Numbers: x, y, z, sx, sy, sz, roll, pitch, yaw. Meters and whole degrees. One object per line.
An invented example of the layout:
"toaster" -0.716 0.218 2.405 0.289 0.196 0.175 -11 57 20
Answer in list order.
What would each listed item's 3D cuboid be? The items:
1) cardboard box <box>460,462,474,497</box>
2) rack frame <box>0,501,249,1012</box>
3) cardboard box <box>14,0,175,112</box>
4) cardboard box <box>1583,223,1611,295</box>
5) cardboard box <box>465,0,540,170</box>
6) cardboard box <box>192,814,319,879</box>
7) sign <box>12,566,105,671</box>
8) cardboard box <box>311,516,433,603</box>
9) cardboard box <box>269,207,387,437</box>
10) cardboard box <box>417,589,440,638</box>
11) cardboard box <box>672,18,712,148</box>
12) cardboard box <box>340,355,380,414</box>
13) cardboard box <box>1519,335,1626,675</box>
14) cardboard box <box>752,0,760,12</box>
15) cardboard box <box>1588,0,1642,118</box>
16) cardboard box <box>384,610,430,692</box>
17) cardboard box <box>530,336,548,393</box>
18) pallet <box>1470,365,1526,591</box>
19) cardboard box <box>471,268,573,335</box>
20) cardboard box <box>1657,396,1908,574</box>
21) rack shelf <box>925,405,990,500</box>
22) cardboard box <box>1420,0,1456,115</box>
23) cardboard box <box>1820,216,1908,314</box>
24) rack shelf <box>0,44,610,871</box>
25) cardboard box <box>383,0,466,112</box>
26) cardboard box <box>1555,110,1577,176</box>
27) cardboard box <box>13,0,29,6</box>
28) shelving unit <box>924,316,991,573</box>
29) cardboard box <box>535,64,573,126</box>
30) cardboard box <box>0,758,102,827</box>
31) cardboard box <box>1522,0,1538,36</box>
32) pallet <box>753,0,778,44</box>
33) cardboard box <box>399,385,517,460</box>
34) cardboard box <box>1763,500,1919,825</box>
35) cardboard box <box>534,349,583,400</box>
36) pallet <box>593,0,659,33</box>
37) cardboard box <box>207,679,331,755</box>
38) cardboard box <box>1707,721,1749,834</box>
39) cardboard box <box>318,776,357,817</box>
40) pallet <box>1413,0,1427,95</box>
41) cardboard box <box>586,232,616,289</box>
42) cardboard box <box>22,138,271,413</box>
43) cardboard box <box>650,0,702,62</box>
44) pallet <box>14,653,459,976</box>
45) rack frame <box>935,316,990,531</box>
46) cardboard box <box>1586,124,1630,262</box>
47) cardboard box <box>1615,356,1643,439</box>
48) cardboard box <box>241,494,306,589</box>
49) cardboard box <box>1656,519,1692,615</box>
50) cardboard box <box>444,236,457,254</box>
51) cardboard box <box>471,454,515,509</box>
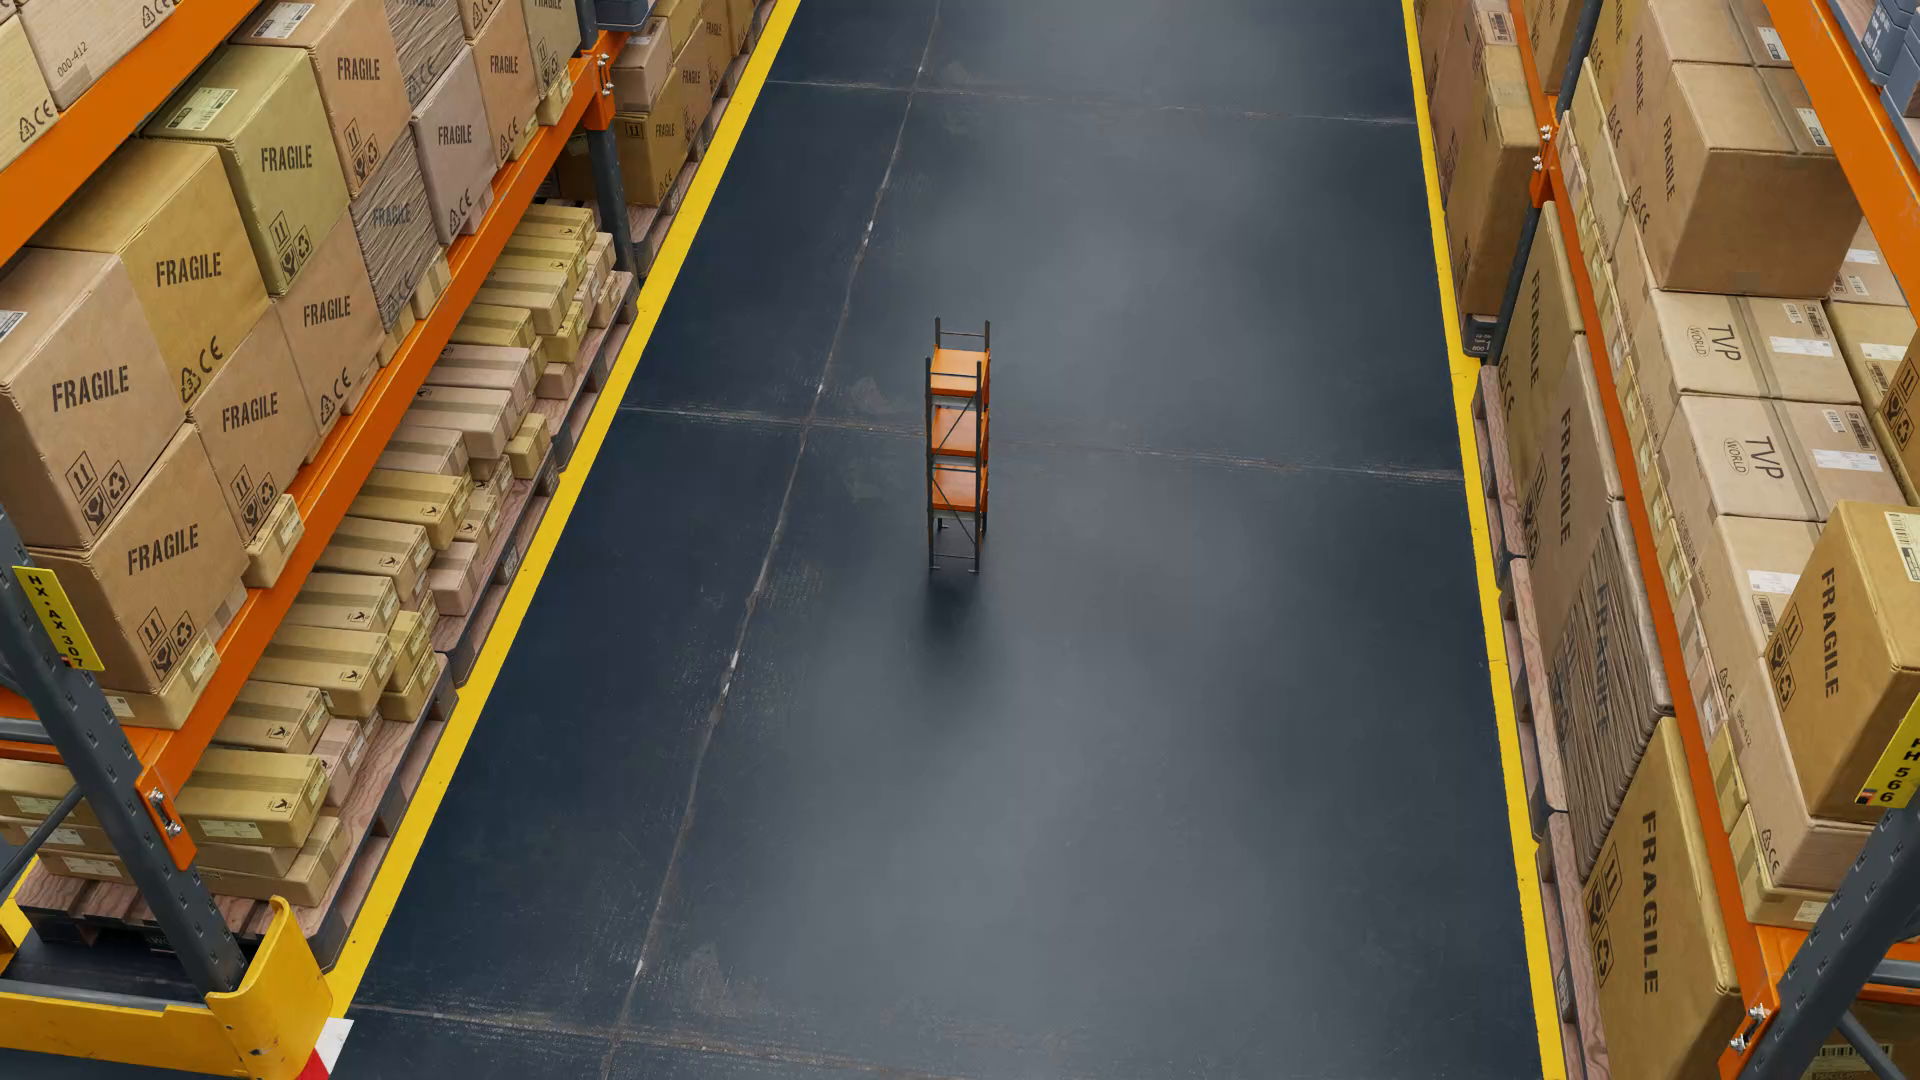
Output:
"cardboard box" -2.087 -0.196 6.327 0.380 0.149 0.250 7 44 7
"rack frame" -2.570 0.445 4.098 1.000 3.000 0.127 5 44 6
"cardboard box" -2.184 -1.231 3.795 0.500 0.250 0.500 7 44 7
"cardboard box" 2.391 -0.960 5.765 0.380 0.149 0.250 4 44 4
"cardboard box" -1.895 -1.716 6.091 0.500 0.500 0.500 4 44 4
"cardboard box" -2.247 0.886 5.184 0.380 0.149 0.250 7 44 7
"sign" -2.033 0.180 3.748 0.100 0.325 0.005 5 44 6
"cardboard box" -2.090 0.062 5.838 0.380 0.149 0.250 7 44 7
"cardboard box" -2.114 -0.679 4.997 0.500 0.500 0.500 6 44 6
"cardboard box" -2.123 0.298 6.022 0.380 0.149 0.250 5 44 6
"cardboard box" -1.613 -2.366 8.579 0.500 0.500 0.500 7 44 7
"cardboard box" -2.102 -0.547 5.329 0.380 0.149 0.250 4 44 5
"cardboard box" 2.576 -0.086 5.899 0.875 0.875 0.875 5 44 6
"cardboard box" -1.413 -3.426 9.699 0.500 0.500 0.500 7 44 7
"cardboard box" 2.545 -1.784 5.799 0.500 0.500 0.500 5 44 6
"cardboard box" -2.068 0.365 5.734 0.380 0.149 0.250 7 44 7
"cardboard box" -1.940 -0.731 6.892 0.380 0.149 0.250 6 44 6
"pallet" 2.683 -0.237 6.847 1.003 0.211 1.213 5 44 6
"cardboard box" -1.851 -1.000 6.960 0.380 0.149 0.250 5 44 5
"cardboard box" 2.268 -0.135 4.604 0.500 0.250 0.500 4 44 4
"rack shelf" -0.007 -0.337 6.358 0.215 0.259 0.240 5 44 6
"cardboard box" 3.153 -2.793 8.758 1.225 0.875 0.875 5 44 6
"cardboard box" 2.930 -0.789 5.294 0.500 0.250 0.500 6 44 6
"rack shelf" -2.306 -0.656 5.785 1.077 0.370 4.000 5 44 6
"cardboard box" -1.980 -1.743 5.393 0.500 0.500 0.500 6 44 7
"cardboard box" 2.493 -1.498 6.333 0.380 0.149 0.250 5 44 6
"cardboard box" -2.187 -1.402 3.613 0.500 0.250 0.500 5 44 5
"shelving unit" -0.007 -0.345 6.351 0.215 1.050 0.252 5 44 6
"cardboard box" -1.773 -1.788 6.639 0.380 0.149 0.250 4 44 4
"cardboard box" -2.752 0.728 5.135 0.380 0.149 0.250 6 44 6
"cardboard box" 2.725 -2.477 7.112 0.500 0.500 0.500 7 44 7
"pallet" -1.618 -3.462 10.252 1.003 0.211 1.213 5 44 6
"cardboard box" -1.930 -0.452 6.381 0.380 0.149 0.250 4 44 4
"cardboard box" 2.137 0.283 3.616 0.500 0.500 0.500 6 44 6
"cardboard box" -1.844 -0.744 7.122 0.380 0.149 0.250 4 44 4
"pallet" -1.796 -2.719 7.579 1.003 0.211 1.213 5 44 6
"cardboard box" -2.247 0.587 5.284 0.380 0.149 0.250 6 44 6
"cardboard box" 2.086 0.606 4.111 0.380 0.149 0.250 6 44 6
"cardboard box" -2.230 0.814 5.476 0.380 0.149 0.250 5 44 5
"pallet" 3.211 -2.944 9.706 1.003 0.211 1.213 5 44 6
"cardboard box" -1.768 -1.262 7.453 0.380 0.149 0.250 6 44 6
"cardboard box" -2.188 -0.688 4.279 0.500 0.500 0.500 6 44 7
"cardboard box" -1.614 -2.640 8.324 0.500 0.250 0.500 6 44 7
"pallet" -2.418 0.856 5.693 1.003 0.211 1.213 5 44 6
"rack frame" 0.009 -0.428 6.438 0.200 1.050 0.008 5 44 6
"cardboard box" 2.469 -1.180 5.707 0.500 0.250 0.500 5 44 5
"cardboard box" 2.288 -0.436 5.211 0.380 0.149 0.250 4 44 4
"cardboard box" -2.121 -0.010 4.762 0.380 0.149 0.250 4 44 4
"cardboard box" 2.187 0.088 4.659 0.380 0.149 0.250 4 44 5
"cardboard box" -2.019 -1.081 5.893 0.380 0.149 0.250 5 44 5
"cardboard box" -1.994 -0.223 6.572 0.380 0.149 0.250 6 44 6
